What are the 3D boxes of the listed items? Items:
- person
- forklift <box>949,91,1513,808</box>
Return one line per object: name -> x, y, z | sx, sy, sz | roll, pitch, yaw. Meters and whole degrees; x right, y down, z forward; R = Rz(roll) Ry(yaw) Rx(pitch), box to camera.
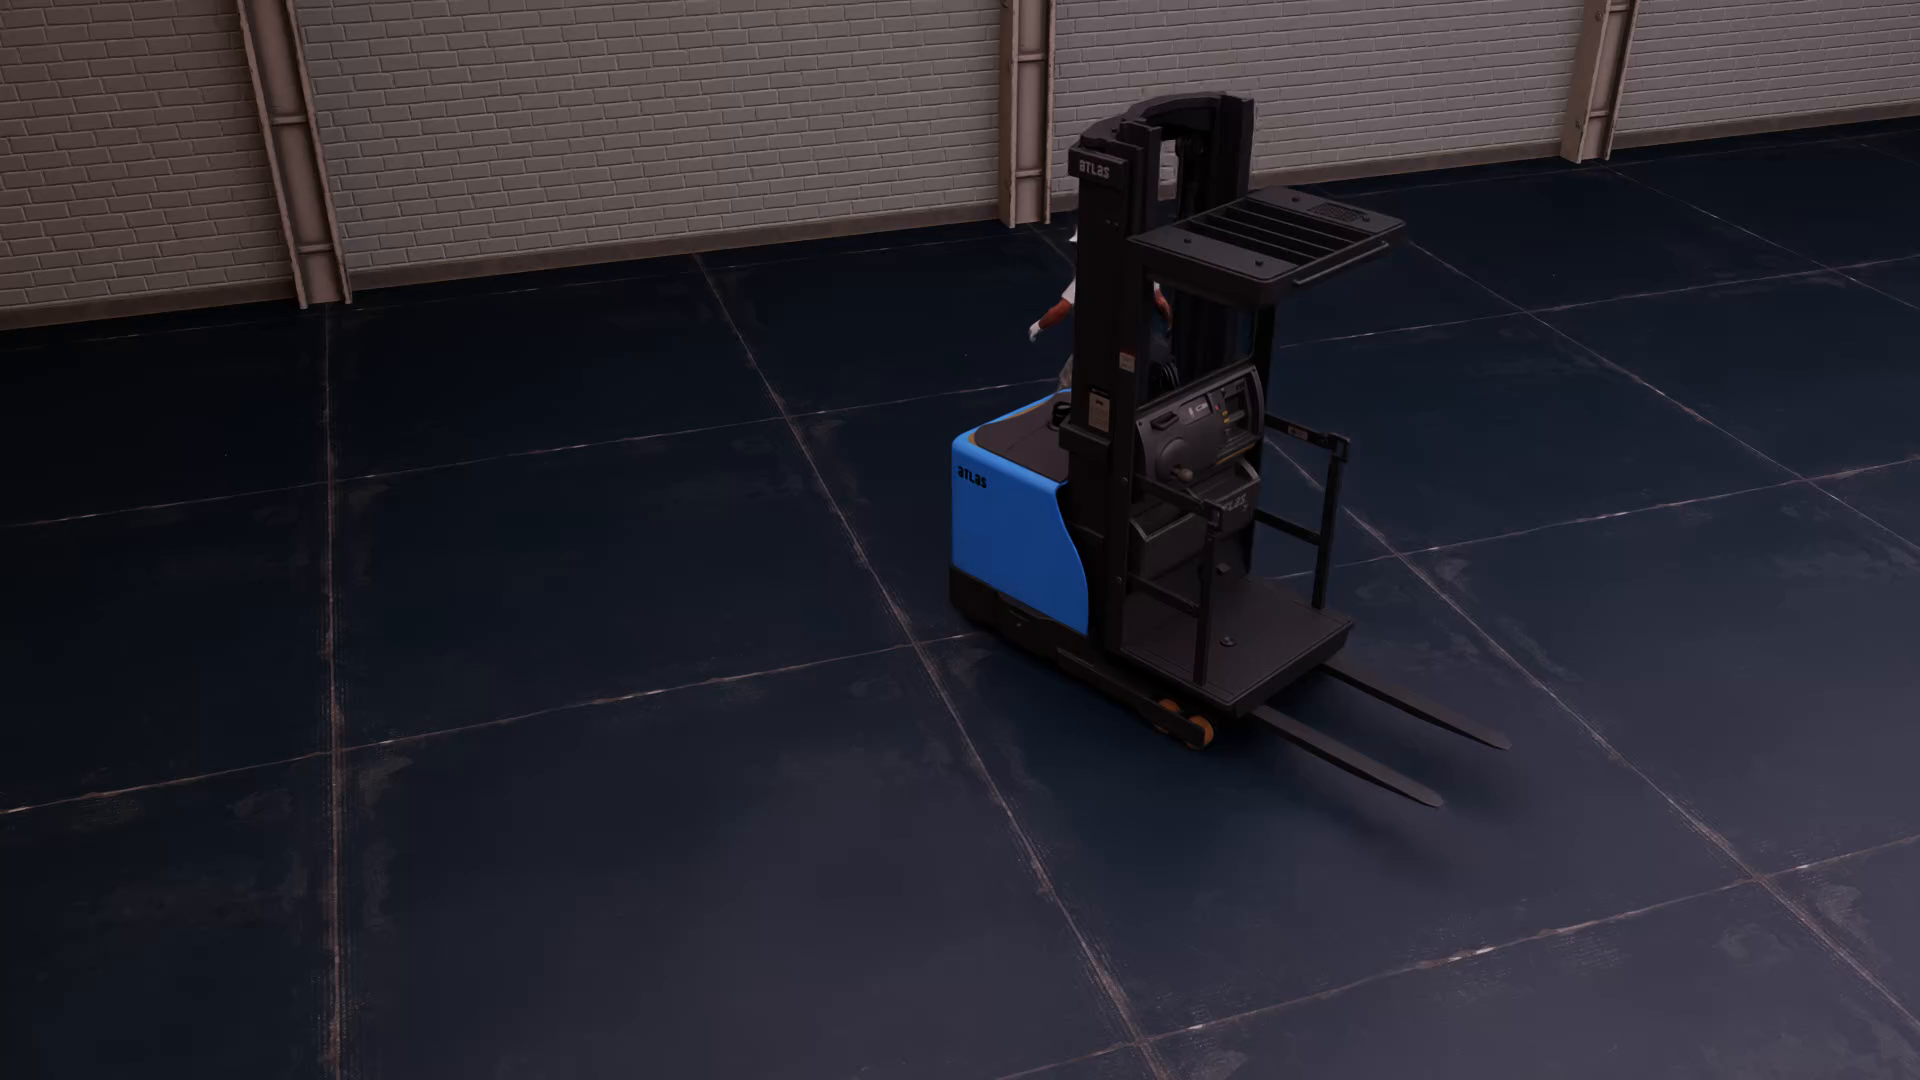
person -> 0.980, -1.254, 10.672 | 1.044, 1.659, 0.518 | -14, 33, -23
forklift -> 1.330, -0.527, 8.003 | 1.130, 2.935, 3.031 | -26, 39, -37
